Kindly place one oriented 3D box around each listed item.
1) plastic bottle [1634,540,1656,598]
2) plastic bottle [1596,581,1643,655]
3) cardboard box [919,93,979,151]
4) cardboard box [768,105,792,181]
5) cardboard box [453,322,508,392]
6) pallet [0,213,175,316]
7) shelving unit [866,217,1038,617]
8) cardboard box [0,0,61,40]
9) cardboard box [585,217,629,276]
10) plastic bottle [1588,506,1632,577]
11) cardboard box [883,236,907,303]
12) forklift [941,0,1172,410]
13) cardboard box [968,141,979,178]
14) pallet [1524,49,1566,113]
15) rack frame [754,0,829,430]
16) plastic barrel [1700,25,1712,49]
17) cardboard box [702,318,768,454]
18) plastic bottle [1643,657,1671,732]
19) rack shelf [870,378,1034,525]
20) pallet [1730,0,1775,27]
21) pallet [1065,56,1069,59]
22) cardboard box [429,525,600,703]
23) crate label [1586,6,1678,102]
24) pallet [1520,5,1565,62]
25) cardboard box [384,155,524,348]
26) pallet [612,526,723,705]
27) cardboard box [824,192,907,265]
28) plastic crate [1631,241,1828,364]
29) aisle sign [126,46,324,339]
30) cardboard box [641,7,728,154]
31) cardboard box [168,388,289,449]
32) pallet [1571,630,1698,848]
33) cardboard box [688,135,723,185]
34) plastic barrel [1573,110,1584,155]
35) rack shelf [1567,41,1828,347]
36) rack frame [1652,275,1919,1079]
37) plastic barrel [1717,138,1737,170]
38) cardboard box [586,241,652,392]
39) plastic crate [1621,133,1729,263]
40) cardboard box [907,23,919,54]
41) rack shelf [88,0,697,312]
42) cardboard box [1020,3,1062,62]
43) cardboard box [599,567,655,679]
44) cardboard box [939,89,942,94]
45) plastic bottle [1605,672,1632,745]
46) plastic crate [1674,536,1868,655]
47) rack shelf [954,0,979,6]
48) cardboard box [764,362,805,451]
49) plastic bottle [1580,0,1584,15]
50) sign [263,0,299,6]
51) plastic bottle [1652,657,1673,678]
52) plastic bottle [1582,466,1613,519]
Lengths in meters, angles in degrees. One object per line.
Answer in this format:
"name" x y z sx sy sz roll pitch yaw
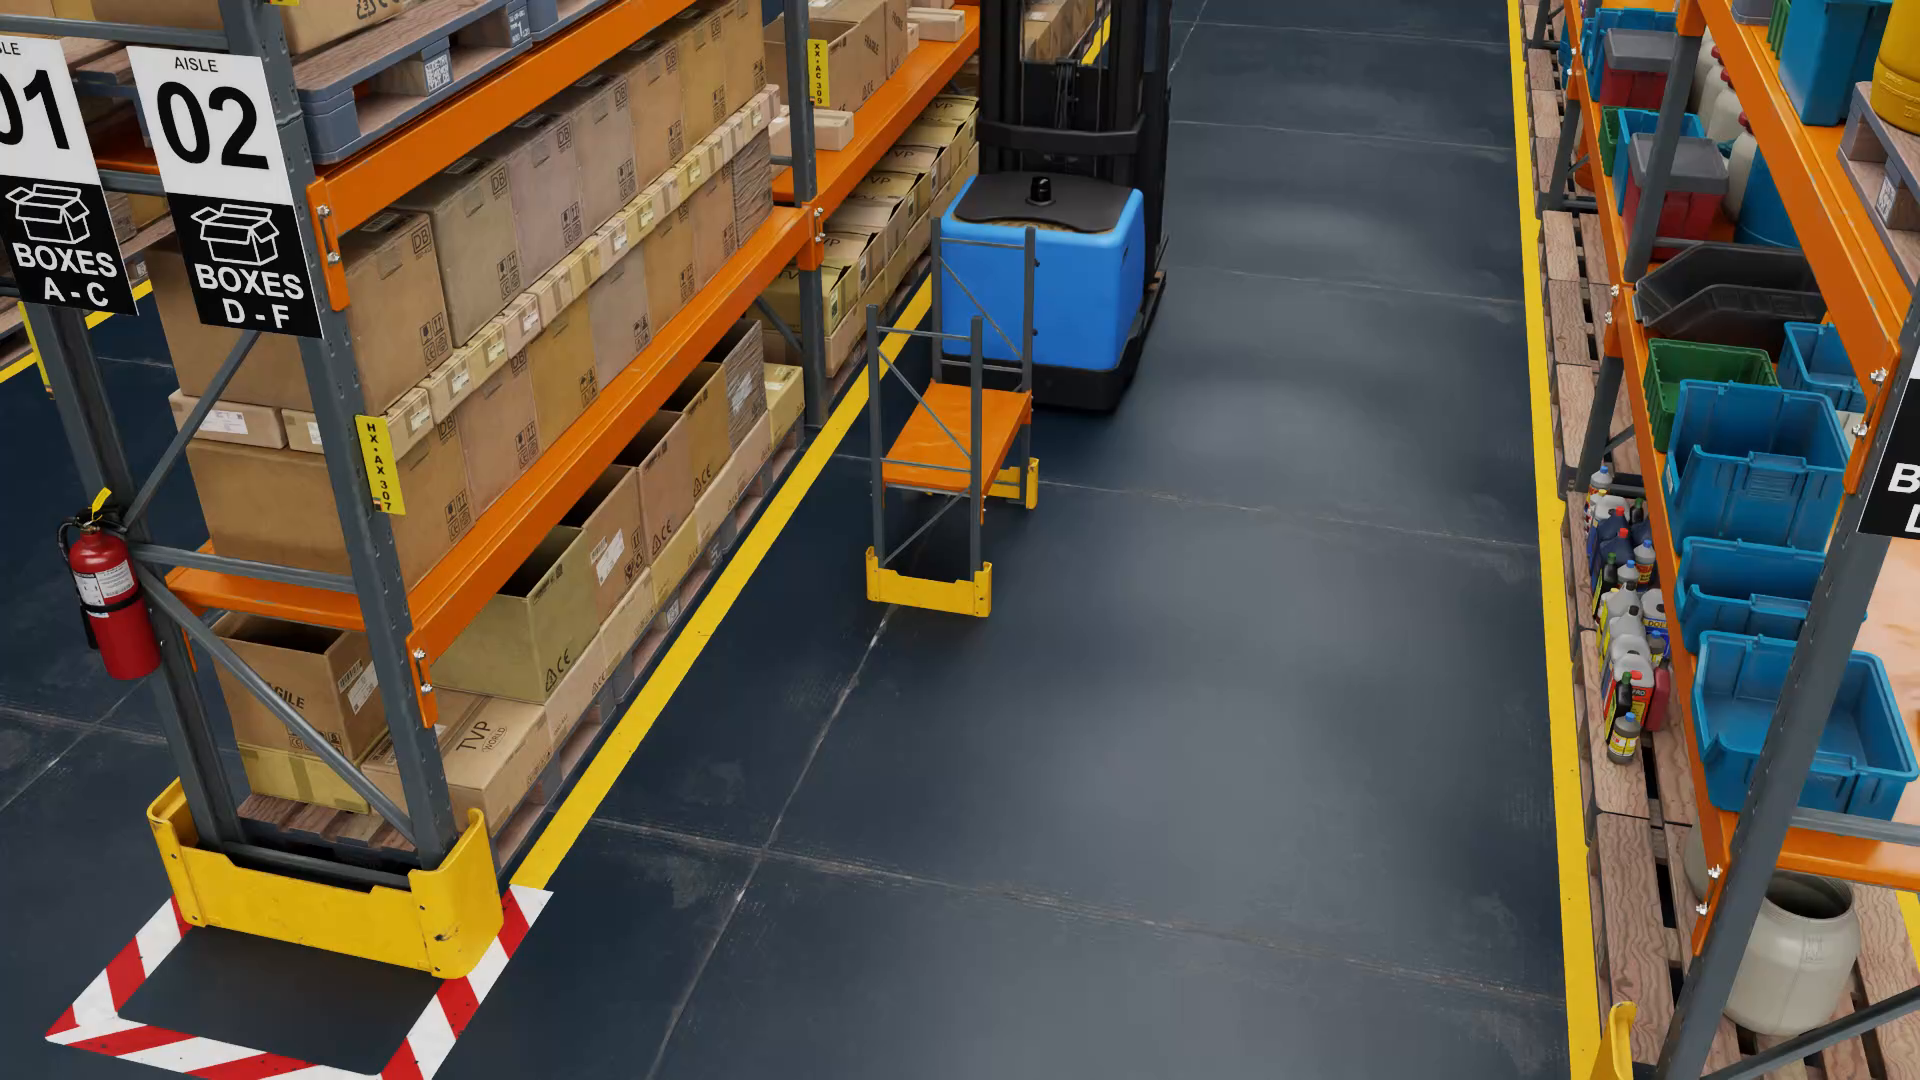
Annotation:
"plastic bottle" 3.030 0.121 7.397 0.097 0.271 0.097 0 32 0
"plastic bottle" 2.794 0.314 7.019 0.144 0.351 0.185 8 33 12
"cardboard box" -0.114 -2.999 11.821 0.500 0.311 0.500 9 34 14
"cardboard box" -1.151 -2.174 9.013 0.500 0.250 0.500 10 34 15
"cardboard box" -1.812 -0.657 5.789 0.380 0.149 0.250 8 33 13
"pallet" -5.830 -1.875 11.003 1.003 0.211 1.213 8 33 12
"shelving unit" -0.019 -0.593 7.785 0.587 1.500 1.083 8 33 12
"cardboard box" -5.864 -3.135 9.883 0.700 0.500 0.500 8 33 13
"cardboard box" -1.550 -1.188 6.624 0.380 0.149 0.250 8 33 13
"plastic bottle" 2.950 -0.005 7.520 0.144 0.351 0.185 9 34 14
"cardboard box" -0.632 -1.702 10.303 0.500 0.250 0.500 7 33 11
"forklift" 0.709 -2.744 9.834 1.130 2.935 3.031 8 33 12
"cardboard box" -0.117 -2.762 11.970 0.500 0.250 0.500 9 33 14
"pallet" 5.350 -3.879 14.155 1.003 0.211 1.213 8 33 12
"rack frame" -1.234 -1.975 8.561 1.000 3.000 0.127 8 33 12
"plastic barrel" 4.517 -2.859 9.847 0.421 0.512 0.421 0 32 0
"cardboard box" -1.279 -0.780 8.154 0.500 0.500 0.500 8 33 12
"plastic bottle" 2.777 0.612 6.614 0.061 0.283 0.133 8 33 12
"rack shelf" -0.022 -0.437 7.874 0.538 0.185 1.000 8 33 12
"pallet" 3.468 -2.098 6.134 1.213 0.211 1.003 8 33 12
"pallet" 0.319 -3.888 14.169 1.003 0.211 1.213 8 33 12
"cardboard box" -1.773 0.259 6.519 0.500 0.500 0.500 8 33 12
"crate label" 4.058 -2.911 10.000 0.502 0.435 0.616 8 33 12
"pallet" 5.735 -4.661 15.384 1.003 0.211 1.213 8 33 12
"cardboard box" -1.977 -1.031 5.773 0.700 0.500 0.500 7 33 11
"pallet" -1.784 0.243 7.670 1.003 0.211 1.213 8 33 12
"cardboard box" -0.626 -1.937 10.150 0.500 0.311 0.500 7 33 11
"plastic crate" 3.300 -1.019 7.114 0.767 0.338 0.504 8 33 12
"aisle sign" -1.970 -0.921 4.480 0.394 0.787 0.004 8 33 12
"cardboard box" -1.468 -2.072 7.410 0.700 0.500 0.500 8 33 12
"cardboard box" -2.337 -0.440 5.448 0.380 0.149 0.250 7 33 12
"pallet" 3.038 0.856 6.707 1.003 0.211 1.213 8 33 12
"cardboard box" -1.290 -1.720 7.462 0.380 0.149 0.250 8 33 12
"plastic barrel" 4.736 -3.064 12.201 0.421 0.512 0.421 0 32 0
"rack shelf" 4.064 -2.033 9.323 1.077 0.370 4.000 8 33 12
"rack frame" 2.544 0.777 4.232 0.949 2.616 0.053 8 33 12
"plastic barrel" 4.040 -1.907 8.582 0.301 0.262 0.301 0 32 0
"cardboard box" -1.728 -0.986 6.912 0.700 0.500 0.500 9 34 14
"plastic crate" 3.383 -1.619 7.941 0.402 0.464 0.583 8 33 12
"cardboard box" -0.488 -3.276 10.841 0.380 0.149 0.250 10 34 16
"rack shelf" -1.742 -1.900 6.317 1.077 0.370 4.000 8 33 12
"cardboard box" 0.560 -4.183 13.954 0.500 0.500 0.500 7 33 11
"cardboard box" -1.647 0.316 7.128 0.500 0.250 0.500 8 33 12
"cardboard box" -0.209 -3.699 13.193 0.500 0.500 0.500 9 34 14
"plastic bottle" 2.595 0.661 6.535 0.061 0.283 0.133 9 33 14
"plastic crate" 2.549 0.203 5.274 0.499 0.251 0.408 8 33 12
"rack shelf" 0.289 -4.785 13.652 1.077 0.370 4.000 8 33 12
"cardboard box" -1.140 -0.722 8.761 0.500 0.250 0.500 8 33 12
"plastic bottle" 4.367 -3.736 11.516 0.097 0.201 0.097 0 32 0
"sign" -1.714 -1.489 4.112 0.100 0.325 0.005 8 33 12
"plastic bottle" 2.834 0.567 6.760 0.097 0.201 0.097 0 32 0
"plastic bottle" 3.051 -0.228 7.945 0.097 0.271 0.097 0 32 0
